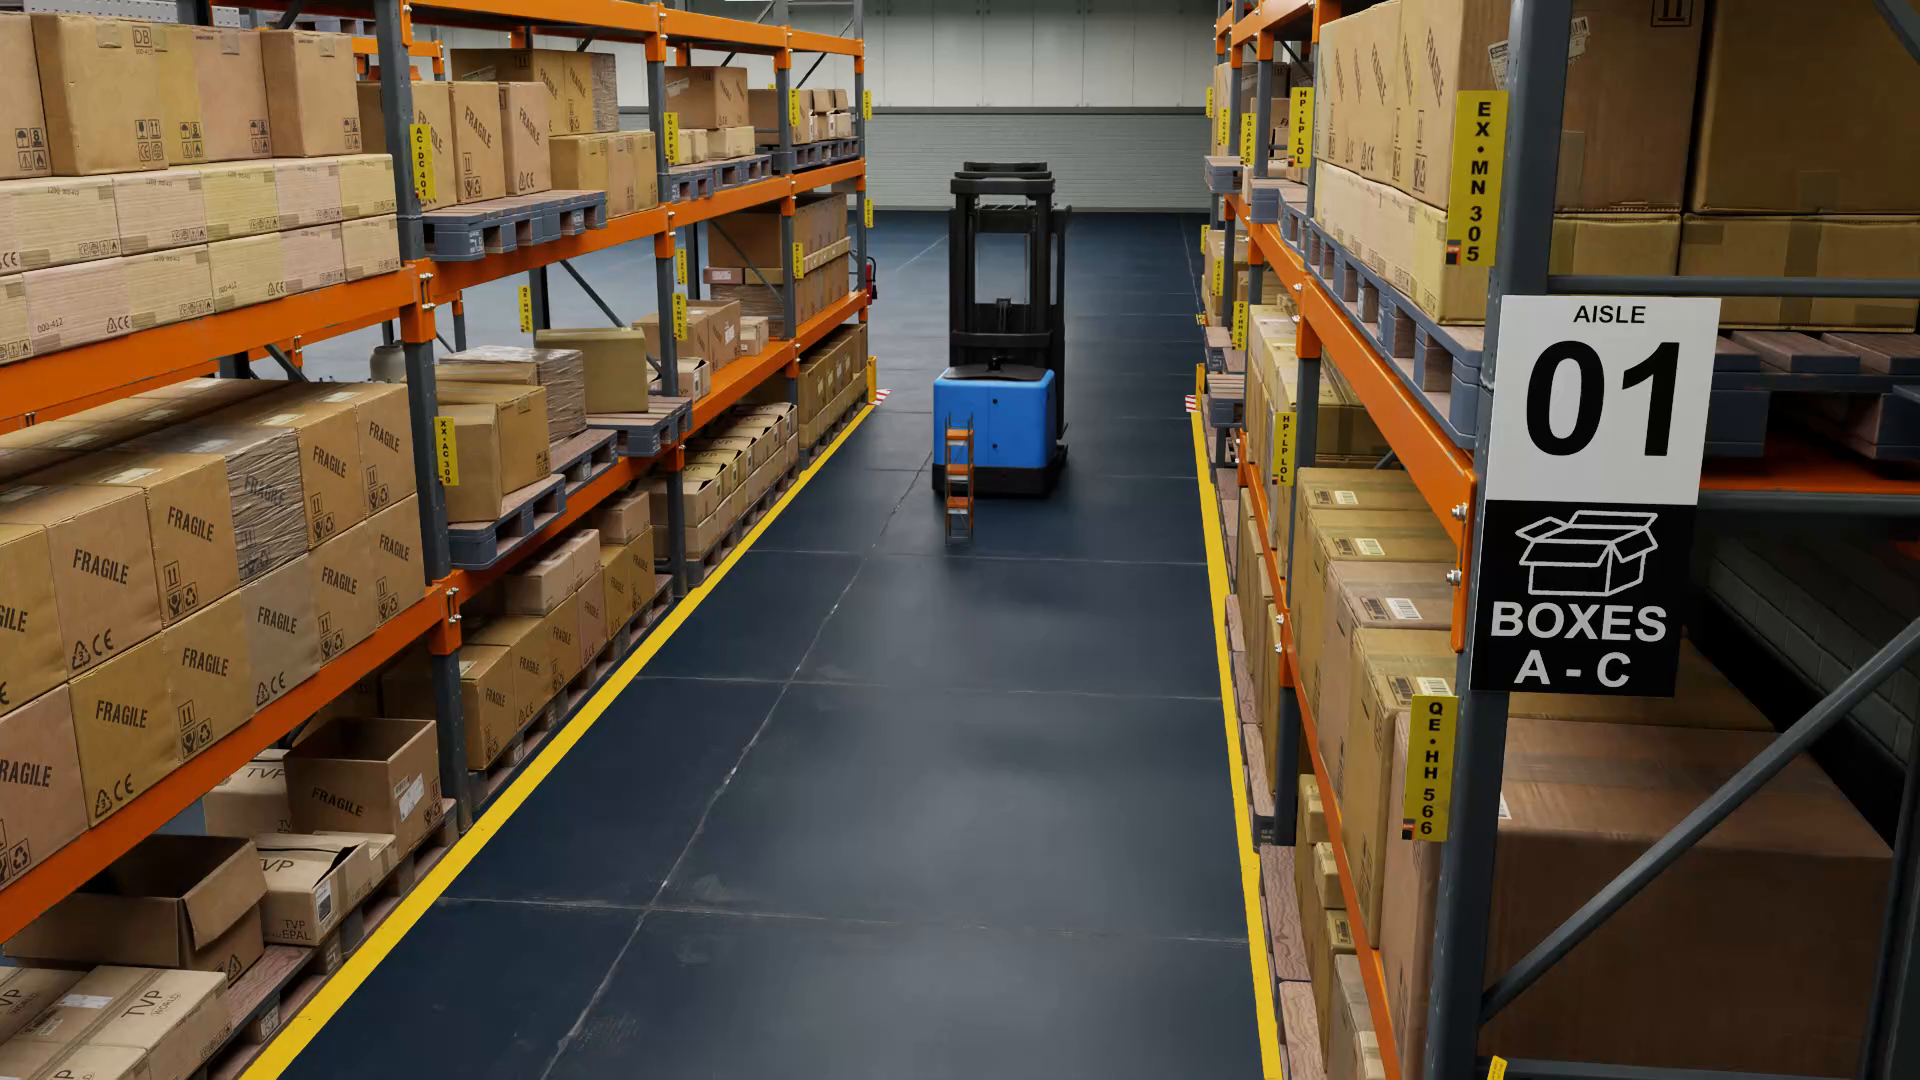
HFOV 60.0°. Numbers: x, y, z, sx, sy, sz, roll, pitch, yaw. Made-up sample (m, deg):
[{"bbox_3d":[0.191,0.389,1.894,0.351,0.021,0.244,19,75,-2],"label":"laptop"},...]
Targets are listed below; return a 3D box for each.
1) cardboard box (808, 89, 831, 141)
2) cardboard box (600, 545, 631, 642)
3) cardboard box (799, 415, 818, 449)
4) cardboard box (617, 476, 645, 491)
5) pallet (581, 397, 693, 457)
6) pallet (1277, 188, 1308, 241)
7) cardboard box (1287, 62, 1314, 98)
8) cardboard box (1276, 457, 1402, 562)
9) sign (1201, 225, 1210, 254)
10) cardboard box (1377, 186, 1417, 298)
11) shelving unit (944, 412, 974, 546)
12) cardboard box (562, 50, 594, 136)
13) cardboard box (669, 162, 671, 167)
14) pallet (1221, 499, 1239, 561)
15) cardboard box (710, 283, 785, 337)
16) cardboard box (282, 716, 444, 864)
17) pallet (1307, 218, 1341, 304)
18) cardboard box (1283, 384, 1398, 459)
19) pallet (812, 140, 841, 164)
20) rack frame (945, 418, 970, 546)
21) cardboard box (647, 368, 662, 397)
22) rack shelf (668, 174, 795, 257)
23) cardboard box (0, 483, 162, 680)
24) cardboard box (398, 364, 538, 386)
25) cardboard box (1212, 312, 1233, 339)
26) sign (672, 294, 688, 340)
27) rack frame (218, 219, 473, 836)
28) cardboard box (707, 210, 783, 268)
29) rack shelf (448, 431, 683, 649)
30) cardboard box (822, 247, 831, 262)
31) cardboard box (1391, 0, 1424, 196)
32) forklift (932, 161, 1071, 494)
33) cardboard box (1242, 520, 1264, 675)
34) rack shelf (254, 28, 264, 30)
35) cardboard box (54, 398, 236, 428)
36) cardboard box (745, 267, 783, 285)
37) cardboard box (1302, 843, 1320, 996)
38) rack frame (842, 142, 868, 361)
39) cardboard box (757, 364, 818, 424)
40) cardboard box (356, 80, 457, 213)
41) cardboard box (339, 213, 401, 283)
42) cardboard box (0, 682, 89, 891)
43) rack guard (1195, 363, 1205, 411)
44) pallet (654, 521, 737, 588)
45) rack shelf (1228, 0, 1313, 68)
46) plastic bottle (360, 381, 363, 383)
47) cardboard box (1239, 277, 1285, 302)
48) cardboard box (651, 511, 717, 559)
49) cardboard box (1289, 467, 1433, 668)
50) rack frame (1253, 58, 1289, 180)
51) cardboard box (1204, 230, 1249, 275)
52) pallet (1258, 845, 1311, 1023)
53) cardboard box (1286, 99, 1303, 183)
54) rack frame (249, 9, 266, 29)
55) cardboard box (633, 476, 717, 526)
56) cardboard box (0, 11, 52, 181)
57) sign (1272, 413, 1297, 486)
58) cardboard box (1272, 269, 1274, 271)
[{"bbox_3d":[-1.735,-4.277,16.717,0.797,0.503,0.637,3,16,12],"label":"cardboard box"},{"bbox_3d":[-2.429,0.330,10.643,0.500,0.500,0.500,1,15,4],"label":"cardboard box"},{"bbox_3d":[-1.693,-1.073,16.346,0.500,0.250,0.500,2,15,6],"label":"cardboard box"},{"bbox_3d":[-2.683,-0.338,12.553,0.500,0.311,0.500,2,15,8],"label":"cardboard box"},{"bbox_3d":[-2.504,-0.778,11.160,1.213,0.211,1.003,2,15,6],"label":"pallet"},{"bbox_3d":[2.282,-1.802,9.194,1.003,0.211,1.213,2,15,9],"label":"pallet"},{"bbox_3d":[3.215,-4.048,14.995,0.500,0.500,0.500,2,15,7],"label":"cardboard box"},{"bbox_3d":[1.775,-0.195,7.836,0.500,0.500,0.500,1,15,5],"label":"cardboard box"},{"bbox_3d":[2.788,-3.412,18.876,0.100,0.325,0.005,2,15,6],"label":"sign"},{"bbox_3d":[1.398,-0.788,4.375,0.500,0.250,0.500,1,15,4],"label":"cardboard box"},{"bbox_3d":[-0.006,-0.493,13.474,0.215,1.050,0.252,2,15,6],"label":"shelving unit"},{"bbox_3d":[-2.611,-2.782,10.351,0.500,0.500,0.500,2,15,6],"label":"cardboard box"},{"bbox_3d":[-2.461,-2.883,12.312,0.500,0.250,0.500,2,15,8],"label":"cardboard box"},{"bbox_3d":[2.655,-0.076,13.537,1.003,0.211,1.213,2,15,6],"label":"pallet"},{"bbox_3d":[-2.003,-2.249,16.043,0.700,0.500,0.500,1,15,5],"label":"cardboard box"},{"bbox_3d":[-2.732,1.139,7.648,0.500,0.500,0.500,2,15,6],"label":"cardboard box"},{"bbox_3d":[1.871,-1.059,6.257,1.003,0.211,1.213,2,15,6],"label":"pallet"},{"bbox_3d":[1.772,-0.558,7.744,0.500,0.250,0.500,2,15,8],"label":"cardboard box"},{"bbox_3d":[-1.836,-4.029,17.238,1.003,0.211,1.213,2,15,6],"label":"pallet"},{"bbox_3d":[-0.020,-0.461,13.357,0.200,1.050,0.008,2,15,6],"label":"rack frame"},{"bbox_3d":[-2.413,-1.099,12.149,0.500,0.311,0.500,3,15,10],"label":"cardboard box"},{"bbox_3d":[-2.272,-2.668,13.414,1.077,0.370,4.000,2,15,6],"label":"rack shelf"},{"bbox_3d":[-2.976,0.123,5.355,0.500,0.500,0.500,2,15,7],"label":"cardboard box"},{"bbox_3d":[-2.811,-0.722,9.590,0.700,0.500,0.500,-2,15,-8],"label":"cardboard box"},{"bbox_3d":[2.628,-2.010,15.598,0.500,0.250,0.500,2,15,6],"label":"cardboard box"},{"bbox_3d":[-1.957,-1.556,11.602,0.100,0.325,0.005,2,15,6],"label":"sign"},{"bbox_3d":[-2.949,-0.011,7.956,1.000,3.000,0.127,2,15,6],"label":"rack frame"},{"bbox_3d":[-2.003,-2.876,15.874,0.700,0.500,0.500,2,15,7],"label":"cardboard box"},{"bbox_3d":[-2.723,-0.182,9.969,1.077,0.370,4.000,2,15,6],"label":"rack shelf"},{"bbox_3d":[-1.593,-3.044,17.739,0.380,0.149,0.250,2,15,8],"label":"cardboard box"},{"bbox_3d":[1.401,-1.145,4.256,0.500,0.500,0.500,2,15,8],"label":"cardboard box"},{"bbox_3d":[0.479,-2.163,16.046,1.130,2.935,3.031,2,15,8],"label":"forklift"},{"bbox_3d":[2.106,0.345,9.952,0.750,0.750,0.750,2,15,6],"label":"cardboard box"},{"bbox_3d":[-7.193,-4.070,13.617,1.077,0.370,4.000,2,15,6],"label":"rack shelf"},{"bbox_3d":[-3.340,-0.294,6.897,0.500,0.500,0.500,1,15,5],"label":"cardboard box"},{"bbox_3d":[-1.824,-2.511,15.769,0.380,0.149,0.250,2,15,6],"label":"cardboard box"},{"bbox_3d":[1.727,1.459,6.504,0.700,0.500,0.500,2,15,6],"label":"cardboard box"},{"bbox_3d":[-1.595,-3.123,19.466,1.000,3.000,0.127,2,15,6],"label":"rack frame"},{"bbox_3d":[-1.683,-1.434,16.247,0.500,0.500,0.500,2,15,6],"label":"cardboard box"},{"bbox_3d":[-2.819,-1.887,7.959,0.600,0.600,0.600,0,15,1],"label":"cardboard box"},{"bbox_3d":[-2.740,-1.253,7.089,0.500,0.250,0.500,2,15,6],"label":"cardboard box"},{"bbox_3d":[-3.035,0.737,4.999,0.500,0.500,0.500,2,15,6],"label":"cardboard box"},{"bbox_3d":[3.319,-1.752,19.184,1.175,0.500,0.348,2,15,6],"label":"rack guard"},{"bbox_3d":[-2.366,0.085,12.942,1.003,0.211,1.213,2,15,6],"label":"pallet"},{"bbox_3d":[2.650,-3.778,12.538,1.077,0.370,4.000,2,15,6],"label":"rack shelf"},{"bbox_3d":[-6.395,-1.523,17.779,0.144,0.351,0.185,2,15,6],"label":"plastic bottle"},{"bbox_3d":[2.715,-1.926,14.003,0.700,0.500,0.500,3,15,12],"label":"cardboard box"},{"bbox_3d":[-2.147,-0.051,12.567,0.500,0.250,0.500,2,15,6],"label":"cardboard box"},{"bbox_3d":[1.896,0.129,6.863,0.980,0.700,0.700,2,15,7],"label":"cardboard box"},{"bbox_3d":[2.425,-3.800,10.474,1.000,3.000,0.127,2,15,6],"label":"rack frame"},{"bbox_3d":[2.975,-3.163,18.424,0.500,0.500,0.500,2,15,6],"label":"cardboard box"},{"bbox_3d":[1.810,1.675,7.063,1.003,0.211,1.213,2,15,6],"label":"pallet"},{"bbox_3d":[2.428,-2.487,10.332,0.700,0.500,0.500,1,15,2],"label":"cardboard box"},{"bbox_3d":[-6.968,-5.129,15.390,1.000,3.000,0.127,2,15,6],"label":"rack frame"},{"bbox_3d":[-2.147,-0.322,12.494,0.500,0.311,0.500,2,15,8],"label":"cardboard box"},{"bbox_3d":[-3.268,-1.346,5.041,0.700,0.500,0.500,2,15,6],"label":"cardboard box"},{"bbox_3d":[1.433,-0.400,7.329,0.100,0.325,0.005,2,15,6],"label":"sign"},{"bbox_3d":[3.137,-2.356,15.441,0.500,0.500,0.500,1,15,5],"label":"cardboard box"}]
